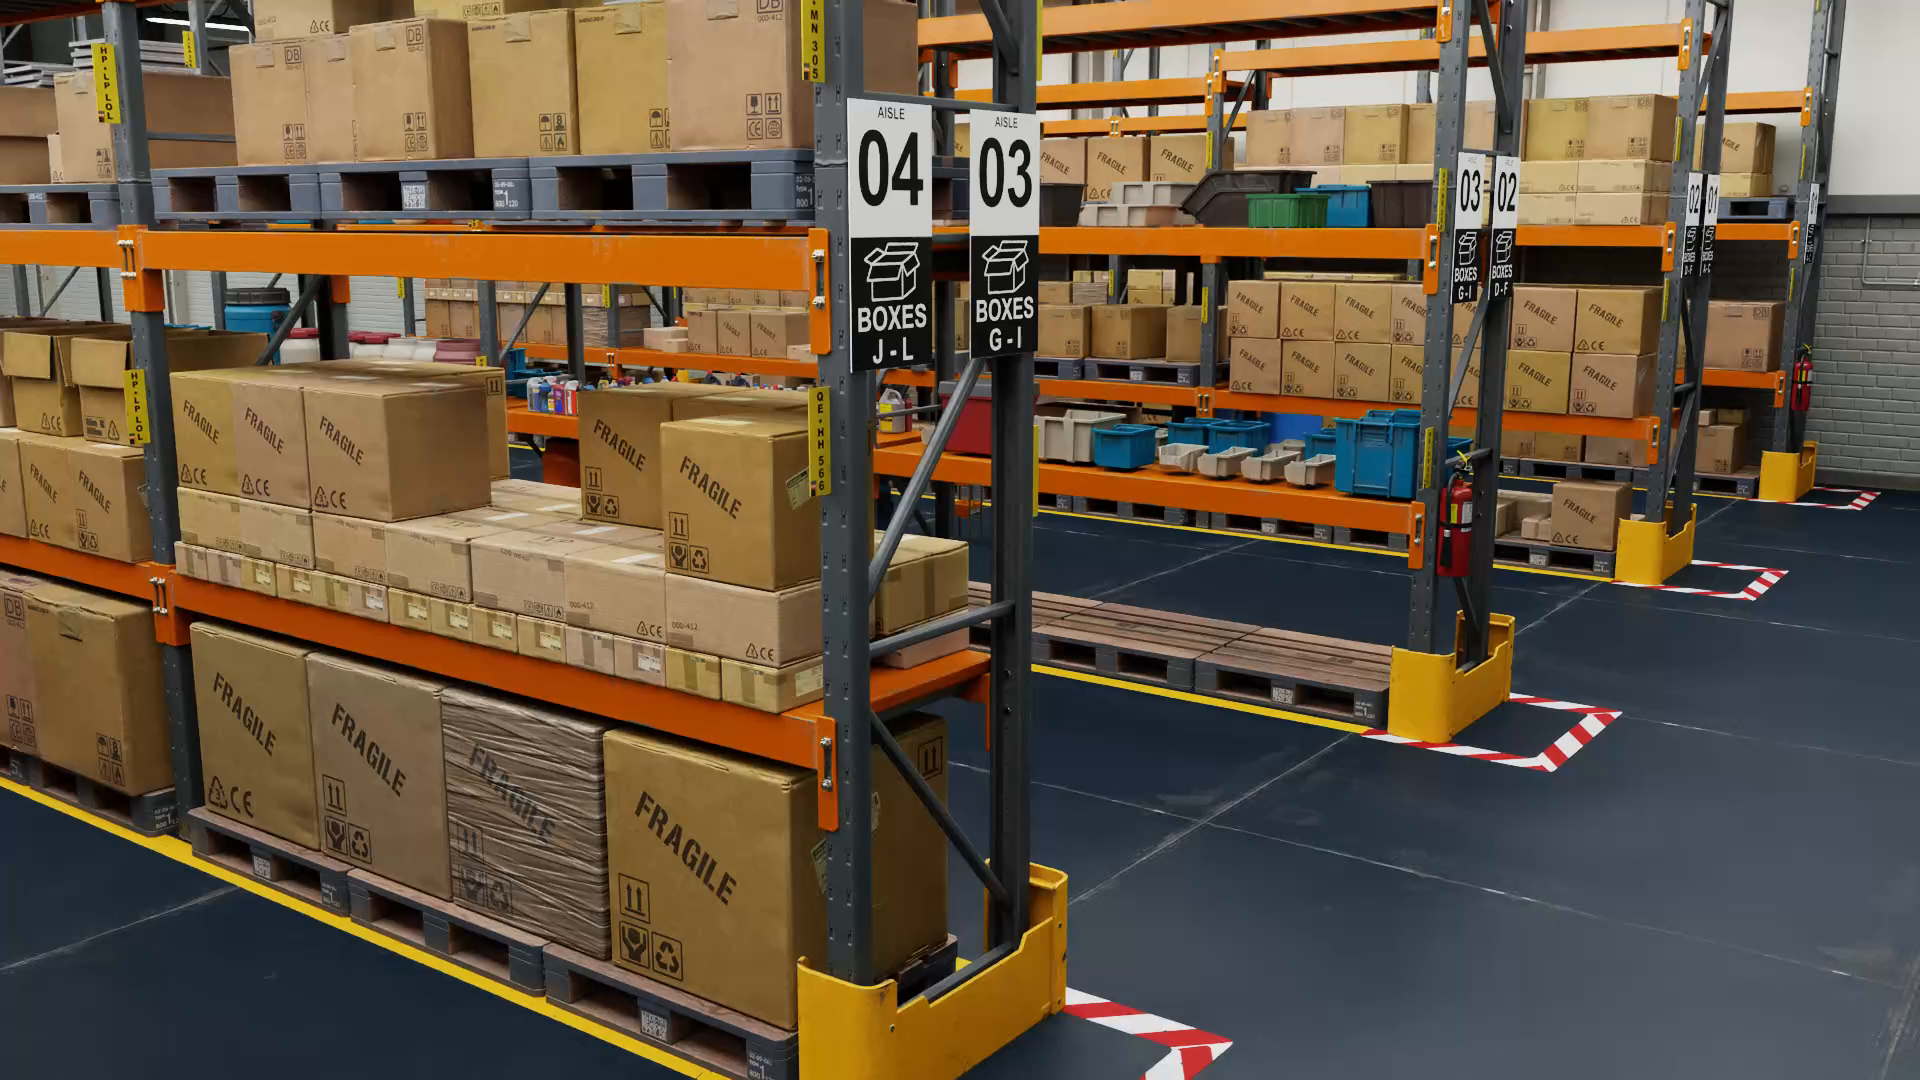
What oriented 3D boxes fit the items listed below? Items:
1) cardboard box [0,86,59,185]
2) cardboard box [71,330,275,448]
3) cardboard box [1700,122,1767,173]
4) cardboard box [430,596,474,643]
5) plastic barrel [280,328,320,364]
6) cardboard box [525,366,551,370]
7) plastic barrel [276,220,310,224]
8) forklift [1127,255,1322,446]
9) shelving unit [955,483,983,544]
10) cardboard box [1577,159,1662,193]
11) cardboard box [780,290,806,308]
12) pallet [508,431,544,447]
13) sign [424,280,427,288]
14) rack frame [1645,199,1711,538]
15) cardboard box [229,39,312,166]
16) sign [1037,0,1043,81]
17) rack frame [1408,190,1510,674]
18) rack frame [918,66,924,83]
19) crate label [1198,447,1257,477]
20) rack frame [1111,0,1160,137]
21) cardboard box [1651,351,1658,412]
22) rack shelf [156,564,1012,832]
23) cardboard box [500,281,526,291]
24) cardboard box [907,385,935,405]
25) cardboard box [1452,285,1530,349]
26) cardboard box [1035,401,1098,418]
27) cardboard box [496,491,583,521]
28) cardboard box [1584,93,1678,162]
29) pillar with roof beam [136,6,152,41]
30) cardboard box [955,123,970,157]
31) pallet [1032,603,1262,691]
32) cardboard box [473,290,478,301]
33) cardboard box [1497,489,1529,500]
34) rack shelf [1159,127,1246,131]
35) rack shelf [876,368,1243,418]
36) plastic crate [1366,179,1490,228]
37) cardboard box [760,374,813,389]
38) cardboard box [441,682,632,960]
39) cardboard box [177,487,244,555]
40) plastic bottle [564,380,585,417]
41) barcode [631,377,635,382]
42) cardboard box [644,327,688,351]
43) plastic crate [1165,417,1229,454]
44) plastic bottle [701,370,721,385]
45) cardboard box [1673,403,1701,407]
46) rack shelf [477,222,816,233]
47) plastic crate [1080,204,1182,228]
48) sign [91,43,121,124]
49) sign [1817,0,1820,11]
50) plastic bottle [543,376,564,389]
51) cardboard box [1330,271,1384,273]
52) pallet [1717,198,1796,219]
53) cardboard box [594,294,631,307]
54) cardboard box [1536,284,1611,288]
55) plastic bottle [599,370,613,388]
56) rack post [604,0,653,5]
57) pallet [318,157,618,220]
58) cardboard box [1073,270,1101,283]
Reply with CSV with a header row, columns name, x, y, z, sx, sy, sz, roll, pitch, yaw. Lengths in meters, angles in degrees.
name,x,y,z,sx,sy,sz,roll,pitch,yaw
cardboard box,-4.875,-2.094,8.681,0.637,0.503,0.797,8,13,35
cardboard box,-3.830,-0.753,8.121,0.637,0.503,0.797,8,13,34
cardboard box,7.958,-4.029,17.114,0.500,0.500,0.500,8,13,35
cardboard box,-1.800,0.271,6.395,0.250,0.149,0.380,8,14,37
plastic barrel,-6.185,-1.724,15.687,0.433,0.535,0.433,0,11,0
cardboard box,-5.607,-1.967,21.460,0.500,0.500,0.500,8,13,36
plastic barrel,-6.288,-3.493,15.973,0.708,0.901,0.600,8,13,36
forklift,2.523,-2.182,18.591,3.031,2.935,1.130,9,14,40
shelving unit,0.043,-0.509,14.899,0.252,1.050,0.215,8,13,36
cardboard box,5.216,-2.871,13.152,0.500,0.250,0.500,8,13,36
cardboard box,-2.331,-3.739,24.827,0.500,0.500,0.500,7,13,34
pallet,-5.495,-1.420,21.816,1.213,0.211,1.003,8,13,36
sign,-10.300,-4.872,32.224,0.234,0.329,0.001,8,13,36
rack frame,5.781,-1.207,13.373,0.127,3.000,1.000,8,13,36
cardboard box,-2.644,-1.839,7.110,0.500,0.500,0.700,7,13,32
sign,0.247,-1.716,5.597,0.005,0.325,0.100,8,13,36
rack frame,2.846,-0.449,9.456,0.127,3.000,1.000,8,13,36
rack frame,-0.665,-5.053,17.455,0.053,2.616,0.949,8,13,36
crate label,1.617,-0.476,10.128,0.243,0.136,0.396,8,13,36
rack frame,2.262,-5.811,21.375,0.127,3.000,1.000,8,13,36
cardboard box,5.579,-1.347,13.830,0.500,0.500,0.500,8,14,37
rack shelf,-1.698,0.437,6.767,4.000,0.370,1.077,8,13,36
cardboard box,-5.466,-3.461,21.342,0.500,0.500,0.700,8,14,36
cardboard box,-0.359,-2.224,24.050,0.500,0.500,0.700,9,14,37
cardboard box,4.431,-1.870,13.901,0.500,0.500,0.500,8,14,37
cardboard box,1.100,-1.274,17.169,0.500,0.250,0.500,8,13,34
cardboard box,-1.562,-0.031,6.906,0.500,0.250,0.500,8,13,34
cardboard box,5.357,-3.275,13.270,0.500,0.500,0.700,8,13,36
pillar with roof beam,-20.279,-11.051,32.633,0.548,2.987,8.718,8,13,36
cardboard box,0.092,-4.012,17.078,0.500,0.500,0.500,8,13,36
pallet,1.225,0.684,10.940,1.213,0.211,1.003,8,13,36
cardboard box,-6.093,-3.181,21.603,0.250,0.149,0.380,7,13,34
cardboard box,4.704,-0.290,14.714,0.500,0.250,0.500,8,13,36
rack shelf,3.874,-5.133,20.300,3.809,0.124,0.919,8,13,36
rack shelf,0.945,-1.529,16.929,4.000,0.370,1.077,8,13,36
plastic crate,2.700,-1.944,9.628,0.590,0.269,0.497,8,13,36
cardboard box,-2.661,-2.508,25.519,0.500,0.500,0.700,7,13,32
cardboard box,-1.383,0.984,6.536,0.875,0.875,0.875,8,13,36
cardboard box,-3.086,-0.120,7.367,0.500,0.250,0.500,8,13,35
plastic bottle,-3.072,-1.138,13.341,0.135,0.276,0.152,8,13,36
barcode,-3.932,-1.924,19.974,0.075,0.075,0.001,8,13,36
cardboard box,-3.469,-2.434,20.110,0.500,0.250,0.500,9,14,39
plastic crate,1.539,-0.657,10.810,0.300,0.233,0.416,8,13,36
plastic bottle,-1.999,-1.192,13.422,0.185,0.351,0.144,8,13,36
cardboard box,7.897,-1.400,18.139,0.250,0.149,0.380,8,14,36
rack shelf,-1.990,-2.244,12.726,4.000,0.370,1.077,8,13,36
plastic crate,1.034,-1.987,10.200,0.530,0.136,0.437,8,13,36
sign,-3.623,-1.938,7.062,0.005,0.325,0.100,8,13,36
sign,8.377,-5.328,16.208,0.005,0.325,0.100,8,13,36
plastic bottle,-3.355,-1.213,13.730,0.135,0.276,0.152,8,13,36
cardboard box,4.844,-3.138,20.282,0.500,0.250,0.500,8,14,36
pallet,8.106,-3.477,17.442,1.213,0.211,1.003,8,13,36
cardboard box,-4.237,-2.922,20.264,0.250,0.149,0.380,8,13,35
cardboard box,5.153,-1.895,14.033,0.500,0.500,0.500,8,14,36
plastic bottle,-3.024,-1.311,14.219,0.133,0.283,0.061,8,13,36
rack post,-2.085,-3.807,12.334,0.954,0.300,0.937,10,15,42
pallet,-1.678,-1.339,6.391,1.213,0.211,1.003,8,13,36
cardboard box,1.698,-3.517,22.184,0.250,0.149,0.380,5,12,26
